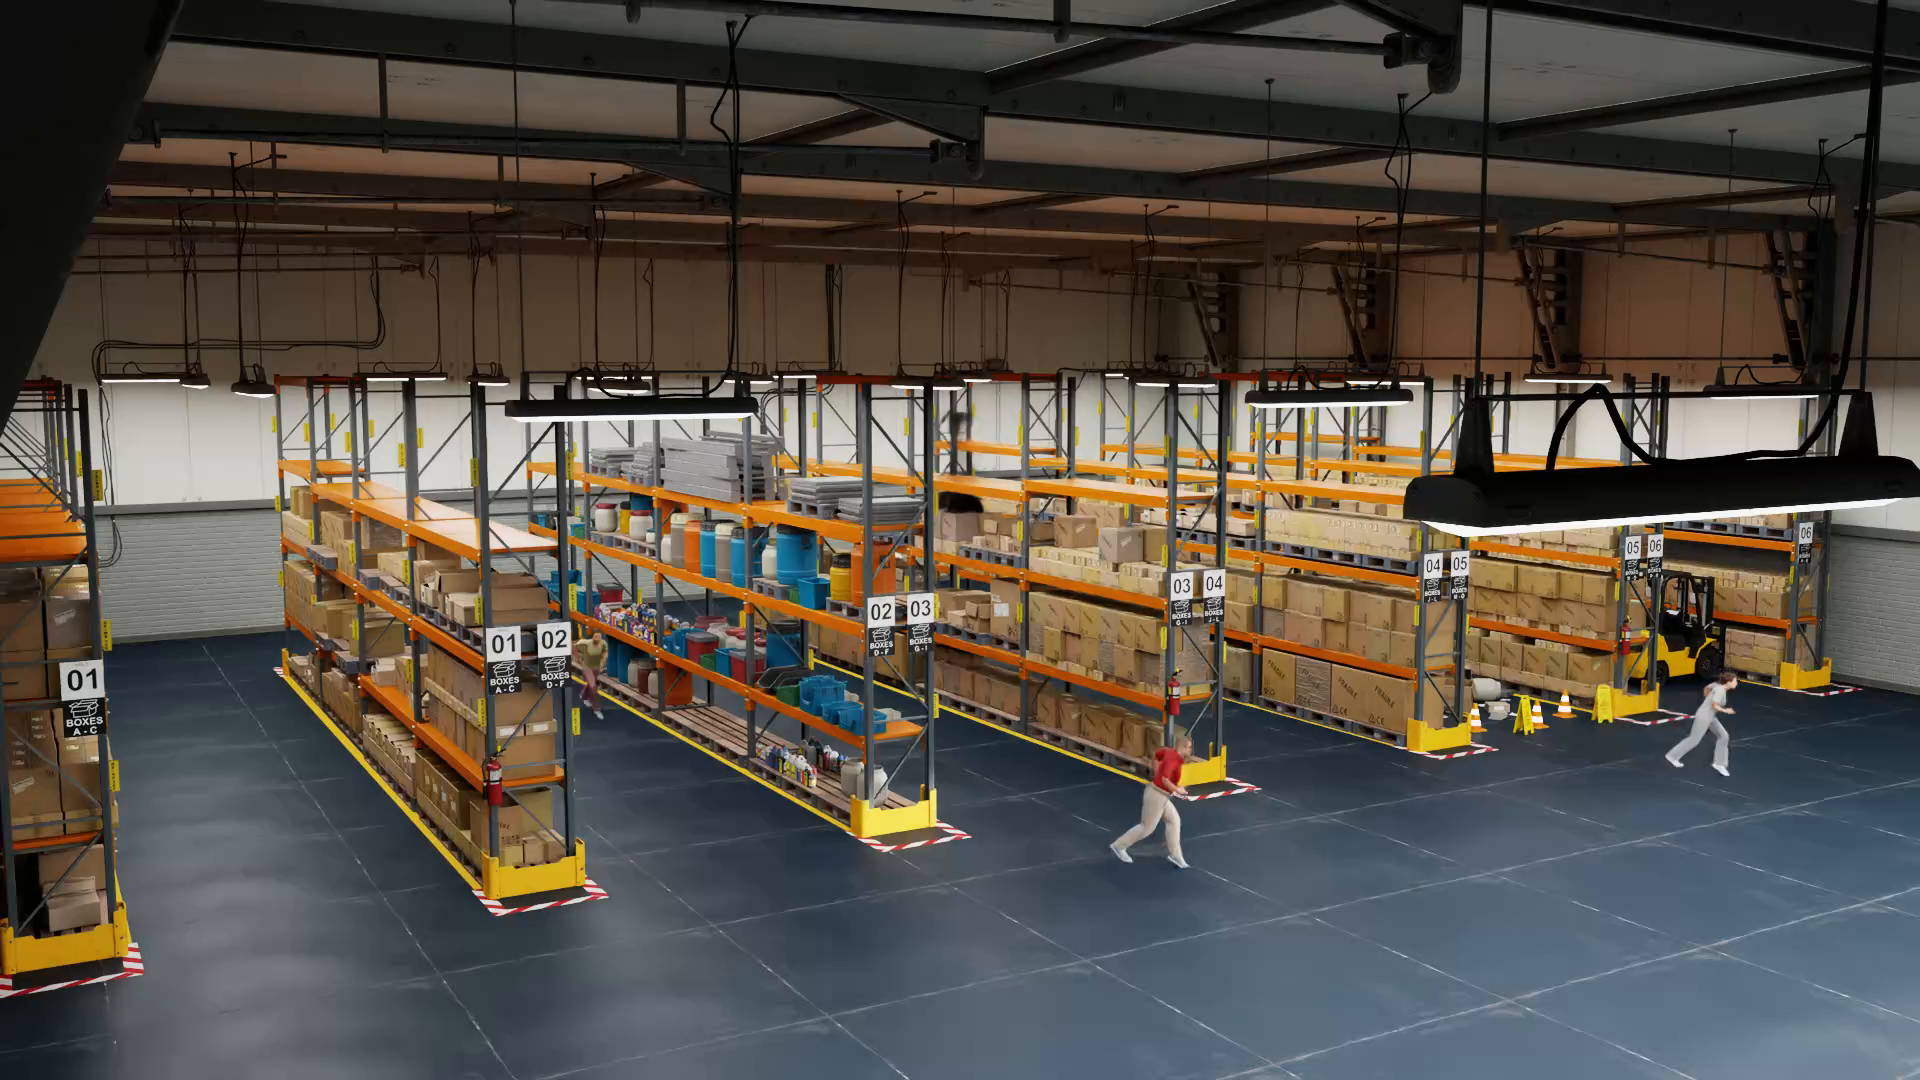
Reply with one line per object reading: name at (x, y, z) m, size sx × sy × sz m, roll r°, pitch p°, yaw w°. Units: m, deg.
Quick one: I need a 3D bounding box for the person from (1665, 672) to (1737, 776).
person at (11.332, 2.791, 25.433) m, size 0.955 × 1.622 × 0.606 m, roll 3°, pitch 7°, yaw 24°

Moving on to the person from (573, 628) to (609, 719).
person at (-6.581, 2.326, 29.579) m, size 0.616 × 1.625 × 1.003 m, roll -3°, pitch 7°, yaw -29°

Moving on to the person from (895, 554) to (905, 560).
person at (-1.583, 1.149, 39.822) m, size 0.749 × 1.666 × 0.615 m, roll -2°, pitch 6°, yaw -14°

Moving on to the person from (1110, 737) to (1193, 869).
person at (2.382, 3.280, 20.700) m, size 1.018 × 1.696 × 0.703 m, roll 0°, pitch 6°, yaw 1°
